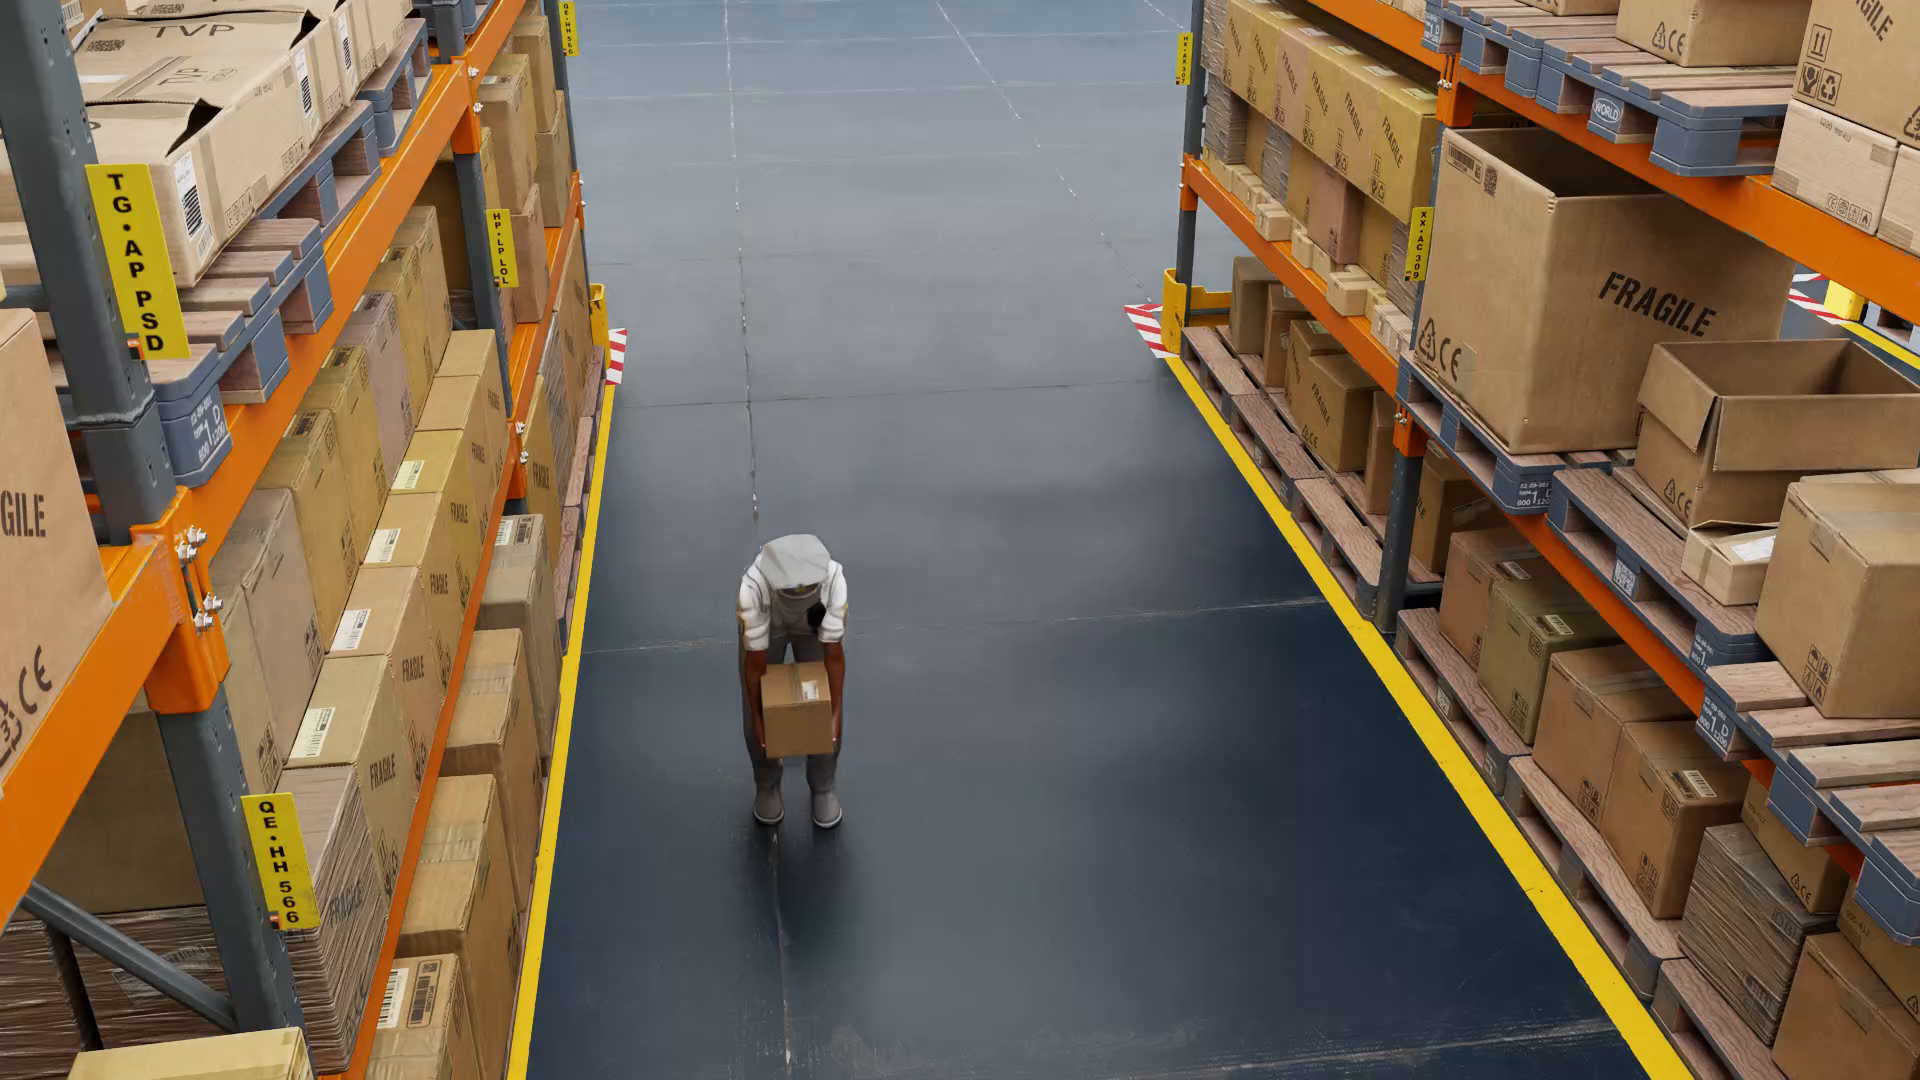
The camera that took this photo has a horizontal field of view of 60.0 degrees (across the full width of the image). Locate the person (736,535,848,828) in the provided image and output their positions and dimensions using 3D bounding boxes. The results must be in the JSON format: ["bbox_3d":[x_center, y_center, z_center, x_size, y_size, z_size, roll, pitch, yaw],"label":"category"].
[{"bbox_3d":[-0.633,0.531,6.364,0.416,1.420,0.811,-4,28,-8],"label":"person"}]
